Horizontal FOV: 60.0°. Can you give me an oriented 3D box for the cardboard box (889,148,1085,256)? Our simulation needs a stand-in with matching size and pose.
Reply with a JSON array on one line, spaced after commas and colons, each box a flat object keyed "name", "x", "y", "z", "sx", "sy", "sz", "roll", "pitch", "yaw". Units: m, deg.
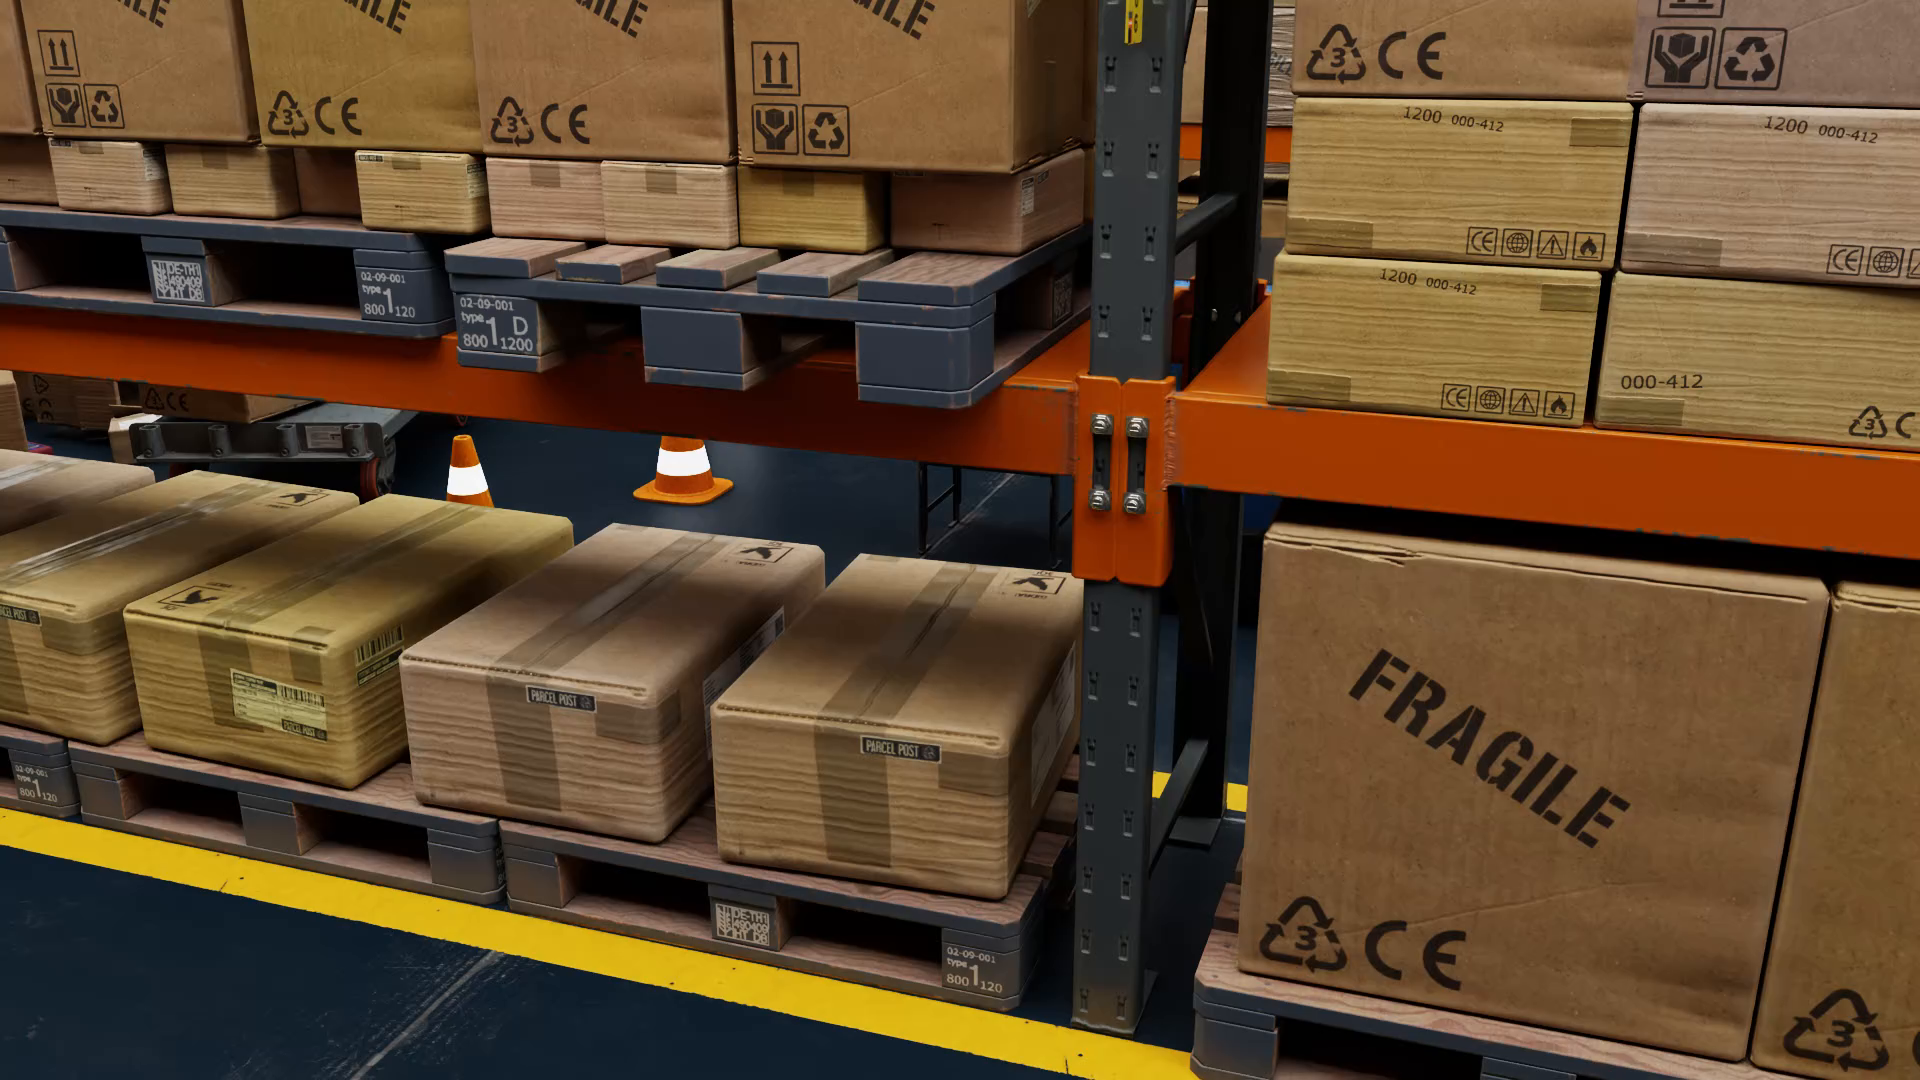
[{"name": "cardboard box", "x": 0.057, "y": -0.640, "z": 3.098, "sx": 0.250, "sy": 0.149, "sz": 0.380, "roll": 7, "pitch": 21, "yaw": 20}]

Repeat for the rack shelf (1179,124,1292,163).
[{"name": "rack shelf", "x": 0.083, "y": -2.024, "z": 8.419, "sx": 4.000, "sy": 0.370, "sz": 1.077, "roll": 7, "pitch": 20, "yaw": 18}]

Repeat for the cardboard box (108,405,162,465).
[{"name": "cardboard box", "x": -3.400, "y": -0.494, "z": 7.090, "sx": 0.396, "sy": 0.266, "sz": 0.258, "roll": -7, "pitch": 20, "yaw": -20}]

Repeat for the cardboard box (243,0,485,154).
[{"name": "cardboard box", "x": -1.046, "y": -1.053, "z": 3.298, "sx": 0.500, "sy": 0.500, "sz": 0.500, "roll": 5, "pitch": 20, "yaw": 14}]

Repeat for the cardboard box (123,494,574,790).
[{"name": "cardboard box", "x": -1.501, "y": 0.220, "z": 4.243, "sx": 0.625, "sy": 0.372, "sz": 0.950, "roll": 7, "pitch": 20, "yaw": 20}]

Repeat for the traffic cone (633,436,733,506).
[{"name": "traffic cone", "x": -1.102, "y": -0.413, "z": 6.557, "sx": 0.334, "sy": 0.463, "sz": 0.336, "roll": 7, "pitch": 20, "yaw": 18}]

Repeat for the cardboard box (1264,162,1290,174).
[{"name": "cardboard box", "x": 2.528, "y": -2.828, "z": 12.763, "sx": 0.500, "sy": 0.500, "sz": 0.700, "roll": 5, "pitch": 20, "yaw": 14}]

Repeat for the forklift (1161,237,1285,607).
[{"name": "forklift", "x": 1.973, "y": -1.200, "z": 5.065, "sx": 3.031, "sy": 2.935, "sz": 1.130, "roll": 5, "pitch": 20, "yaw": 15}]

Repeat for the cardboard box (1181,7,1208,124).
[{"name": "cardboard box", "x": 0.988, "y": -2.214, "z": 7.720, "sx": 0.500, "sy": 0.500, "sz": 0.500, "roll": 7, "pitch": 20, "yaw": 18}]

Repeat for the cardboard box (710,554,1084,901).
[{"name": "cardboard box", "x": -0.087, "y": 0.381, "z": 3.781, "sx": 0.625, "sy": 0.372, "sz": 0.950, "roll": 5, "pitch": 20, "yaw": 14}]

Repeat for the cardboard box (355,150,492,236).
[{"name": "cardboard box", "x": -0.973, "y": -0.714, "z": 3.312, "sx": 0.250, "sy": 0.149, "sz": 0.380, "roll": 7, "pitch": 20, "yaw": 19}]

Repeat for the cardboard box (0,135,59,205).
[{"name": "cardboard box", "x": -1.929, "y": -0.847, "z": 3.692, "sx": 0.250, "sy": 0.149, "sz": 0.380, "roll": 7, "pitch": 20, "yaw": 18}]

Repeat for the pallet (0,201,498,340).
[{"name": "pallet", "x": -1.440, "y": -0.708, "z": 3.842, "sx": 1.213, "sy": 0.211, "sz": 1.003, "roll": 7, "pitch": 20, "yaw": 18}]

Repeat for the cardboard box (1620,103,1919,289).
[{"name": "cardboard box", "x": 1.329, "y": -0.575, "z": 2.638, "sx": 0.500, "sy": 0.250, "sz": 0.500, "roll": 7, "pitch": 20, "yaw": 19}]

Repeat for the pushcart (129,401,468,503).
[{"name": "pushcart", "x": -2.634, "y": -0.506, "z": 6.954, "sx": 0.936, "sy": 0.377, "sz": 1.648, "roll": 0, "pitch": 19, "yaw": -1}]

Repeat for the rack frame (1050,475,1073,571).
[{"name": "rack frame", "x": 0.387, "y": -0.947, "z": 5.604, "sx": 0.015, "sy": 2.100, "sz": 0.400, "roll": 7, "pitch": 20, "yaw": 18}]

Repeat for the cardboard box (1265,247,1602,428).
[{"name": "cardboard box", "x": 0.823, "y": -0.396, "z": 2.882, "sx": 0.500, "sy": 0.250, "sz": 0.500, "roll": 6, "pitch": 20, "yaw": 17}]

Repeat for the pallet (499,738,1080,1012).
[{"name": "pallet", "x": -0.294, "y": 0.634, "z": 3.936, "sx": 1.213, "sy": 0.211, "sz": 1.003, "roll": 7, "pitch": 20, "yaw": 18}]

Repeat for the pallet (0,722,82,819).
[{"name": "pallet", "x": -2.599, "y": 0.371, "z": 4.692, "sx": 1.213, "sy": 0.211, "sz": 1.003, "roll": 7, "pitch": 20, "yaw": 18}]

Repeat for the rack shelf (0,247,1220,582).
[{"name": "rack shelf", "x": -1.446, "y": -0.474, "z": 3.972, "sx": 4.000, "sy": 0.370, "sz": 1.077, "roll": 7, "pitch": 20, "yaw": 18}]

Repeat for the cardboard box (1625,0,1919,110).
[{"name": "cardboard box", "x": 1.301, "y": -0.937, "z": 2.537, "sx": 0.500, "sy": 0.500, "sz": 0.500, "roll": 7, "pitch": 20, "yaw": 18}]

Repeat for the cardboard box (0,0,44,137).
[{"name": "cardboard box", "x": -2.050, "y": -1.164, "z": 3.617, "sx": 0.500, "sy": 0.500, "sz": 0.500, "roll": 6, "pitch": 20, "yaw": 18}]

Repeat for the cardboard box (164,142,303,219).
[{"name": "cardboard box", "x": -1.433, "y": -0.782, "z": 3.507, "sx": 0.250, "sy": 0.149, "sz": 0.380, "roll": 6, "pitch": 20, "yaw": 16}]

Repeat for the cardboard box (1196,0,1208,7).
[{"name": "cardboard box", "x": 1.073, "y": -2.773, "z": 7.803, "sx": 0.500, "sy": 0.500, "sz": 0.700, "roll": 6, "pitch": 20, "yaw": 17}]

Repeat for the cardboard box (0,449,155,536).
[{"name": "cardboard box", "x": -2.839, "y": 0.069, "z": 4.676, "sx": 0.625, "sy": 0.372, "sz": 0.950, "roll": 7, "pitch": 20, "yaw": 19}]

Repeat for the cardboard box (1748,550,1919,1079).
[{"name": "cardboard box", "x": 1.910, "y": 0.405, "z": 2.946, "sx": 0.875, "sy": 0.875, "sz": 0.875, "roll": 7, "pitch": 20, "yaw": 19}]

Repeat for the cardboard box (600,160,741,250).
[{"name": "cardboard box", "x": -0.473, "y": -0.659, "z": 3.154, "sx": 0.250, "sy": 0.149, "sz": 0.380, "roll": 6, "pitch": 20, "yaw": 18}]

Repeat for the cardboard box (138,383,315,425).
[{"name": "cardboard box", "x": -2.779, "y": -0.764, "z": 6.357, "sx": 0.500, "sy": 0.500, "sz": 0.500, "roll": 7, "pitch": 20, "yaw": 18}]

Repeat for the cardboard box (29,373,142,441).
[{"name": "cardboard box", "x": -3.737, "y": -0.846, "z": 7.533, "sx": 0.503, "sy": 0.637, "sz": 0.797, "roll": 7, "pitch": 20, "yaw": 18}]

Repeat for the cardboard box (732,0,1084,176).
[{"name": "cardboard box", "x": -0.077, "y": -0.946, "z": 2.992, "sx": 0.500, "sy": 0.500, "sz": 0.500, "roll": 6, "pitch": 20, "yaw": 16}]

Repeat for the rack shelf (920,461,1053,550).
[{"name": "rack shelf", "x": 0.156, "y": -0.300, "z": 5.914, "sx": 0.480, "sy": 0.518, "sz": 0.431, "roll": 7, "pitch": 20, "yaw": 18}]

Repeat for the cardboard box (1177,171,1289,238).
[{"name": "cardboard box", "x": 1.427, "y": -1.377, "z": 8.250, "sx": 0.750, "sy": 0.750, "sz": 1.050, "roll": 6, "pitch": 20, "yaw": 17}]

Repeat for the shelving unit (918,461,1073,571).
[{"name": "shelving unit", "x": 0.156, "y": -0.974, "z": 5.679, "sx": 0.503, "sy": 2.100, "sz": 0.431, "roll": 7, "pitch": 20, "yaw": 18}]
